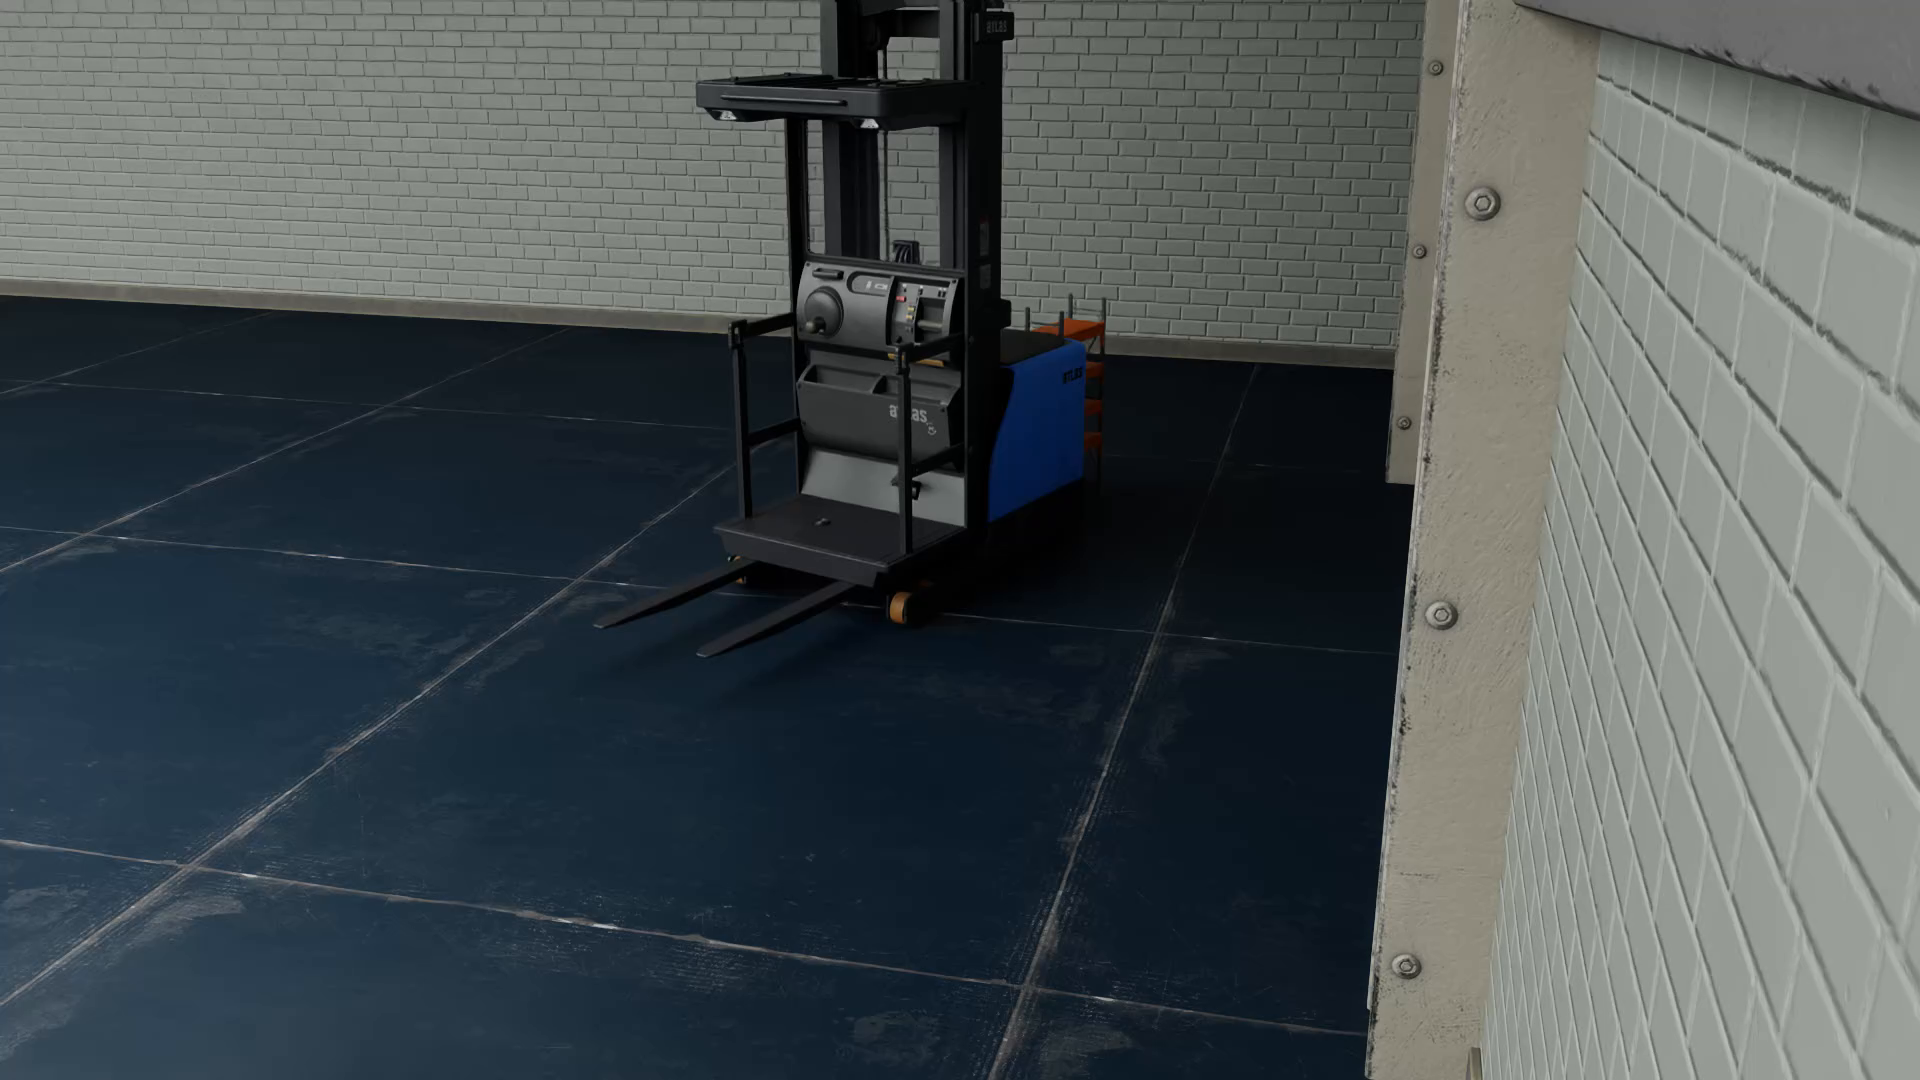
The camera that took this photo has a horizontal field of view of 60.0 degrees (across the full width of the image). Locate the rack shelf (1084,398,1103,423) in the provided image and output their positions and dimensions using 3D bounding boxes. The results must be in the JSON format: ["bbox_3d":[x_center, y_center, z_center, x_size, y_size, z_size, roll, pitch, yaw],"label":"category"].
[{"bbox_3d":[0.602,-0.715,9.632,0.258,0.148,0.480,12,22,31],"label":"rack shelf"}]

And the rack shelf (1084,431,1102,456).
[{"bbox_3d":[0.602,-0.527,9.696,0.258,0.148,0.480,12,22,31],"label":"rack shelf"}]

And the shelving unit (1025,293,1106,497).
[{"bbox_3d":[0.602,-0.778,9.610,0.258,1.200,0.503,12,22,31],"label":"shelving unit"}]

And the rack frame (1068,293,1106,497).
[{"bbox_3d":[0.735,-0.844,9.803,0.240,1.200,0.015,12,22,31],"label":"rack frame"}]

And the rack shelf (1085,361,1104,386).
[{"bbox_3d":[0.602,-0.926,9.560,0.258,0.148,0.480,12,22,31],"label":"rack shelf"}]

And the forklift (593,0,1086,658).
[{"bbox_3d":[-0.525,-1.148,8.015,1.130,2.935,3.031,12,22,31],"label":"forklift"}]

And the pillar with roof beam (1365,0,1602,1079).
[{"bbox_3d":[-2.827,-3.122,4.406,9.100,9.000,0.400,5,19,13],"label":"pillar with roof beam"}]

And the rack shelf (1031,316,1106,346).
[{"bbox_3d":[0.602,-1.150,9.483,0.258,0.148,0.480,12,22,31],"label":"rack shelf"}]

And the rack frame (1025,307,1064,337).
[{"bbox_3d":[0.468,-0.712,9.417,0.240,1.200,0.015,12,22,31],"label":"rack frame"}]

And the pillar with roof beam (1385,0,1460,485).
[{"bbox_3d":[-1.361,-5.003,9.911,9.100,9.000,0.400,5,19,13],"label":"pillar with roof beam"}]
